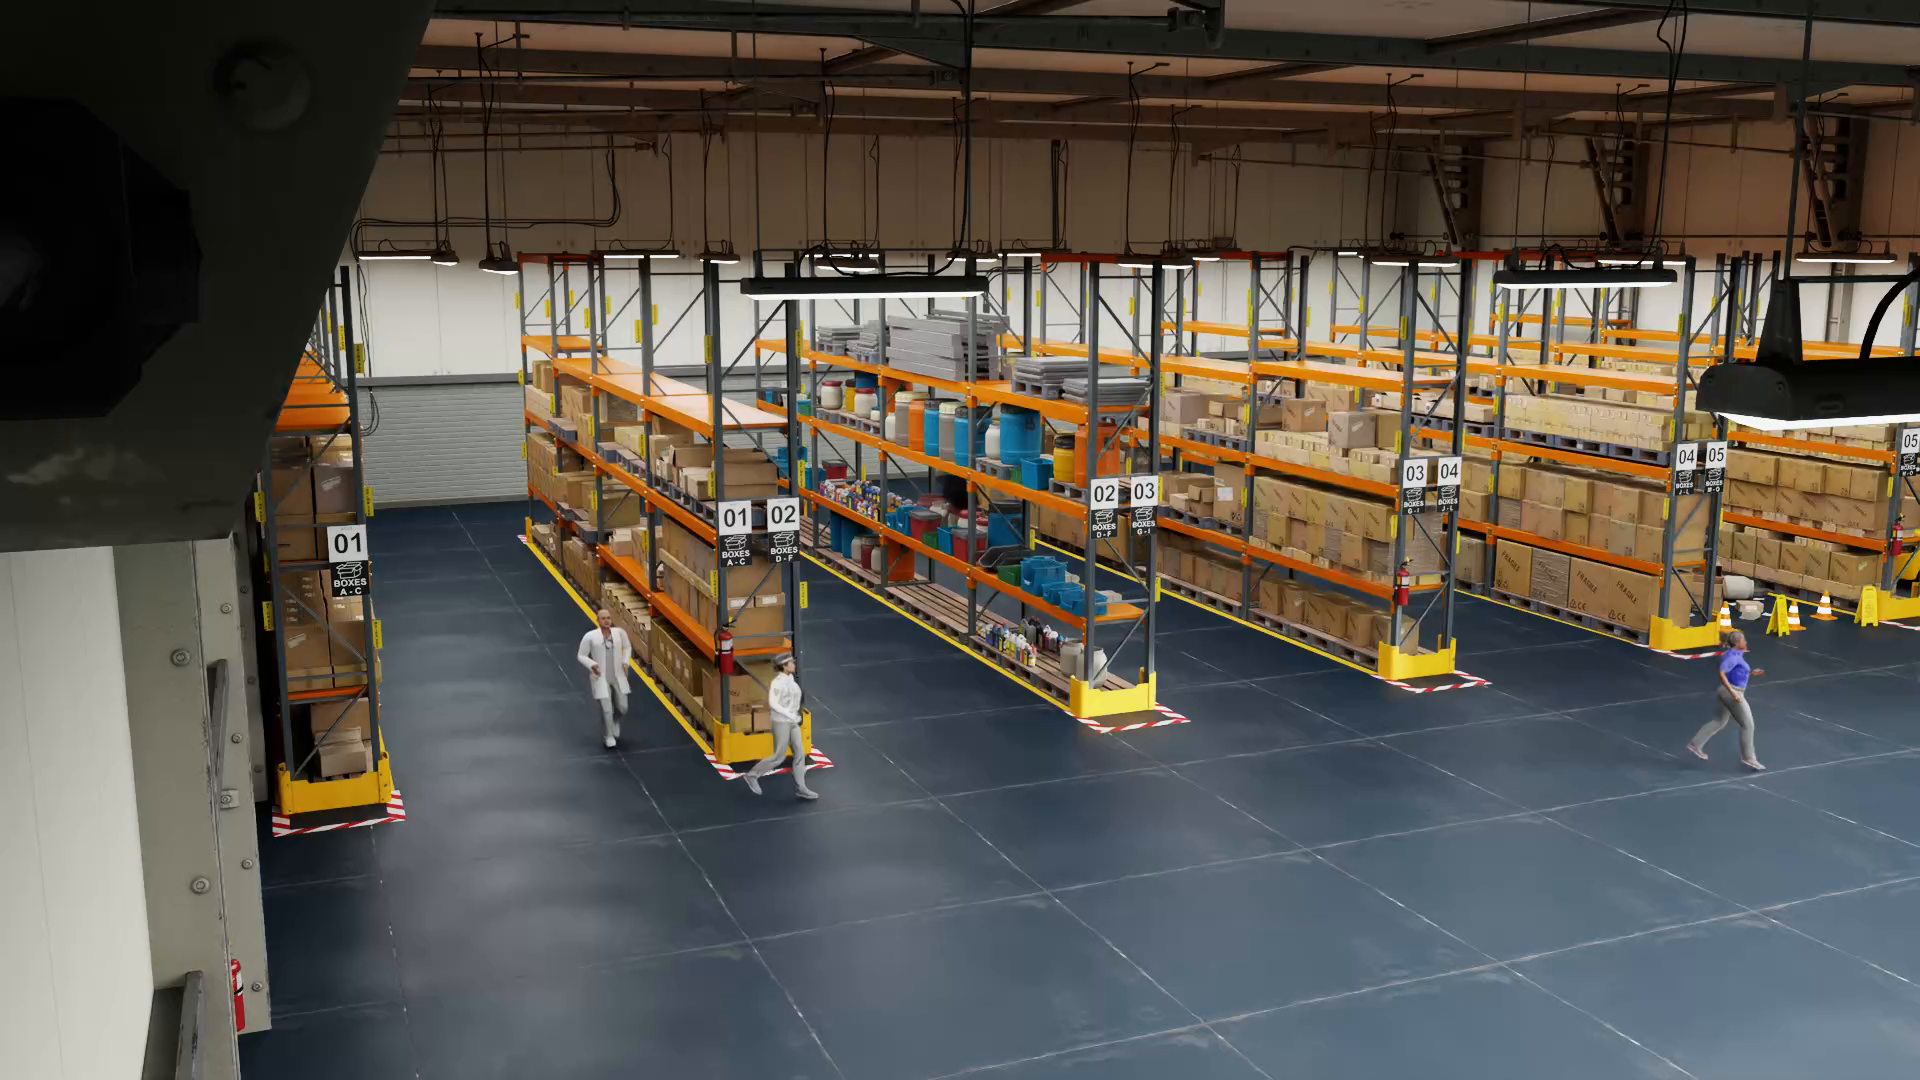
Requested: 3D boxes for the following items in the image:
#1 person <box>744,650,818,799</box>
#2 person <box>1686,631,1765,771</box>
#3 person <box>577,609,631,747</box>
[{"bbox_3d":[-1.979,2.078,18.997,0.869,1.644,0.672,3,11,15],"label":"person"},{"bbox_3d":[9.239,1.911,19.912,0.867,1.682,0.548,1,10,7],"label":"person"},{"bbox_3d":[-4.403,1.723,20.800,0.705,1.727,0.660,-5,12,-26],"label":"person"}]
